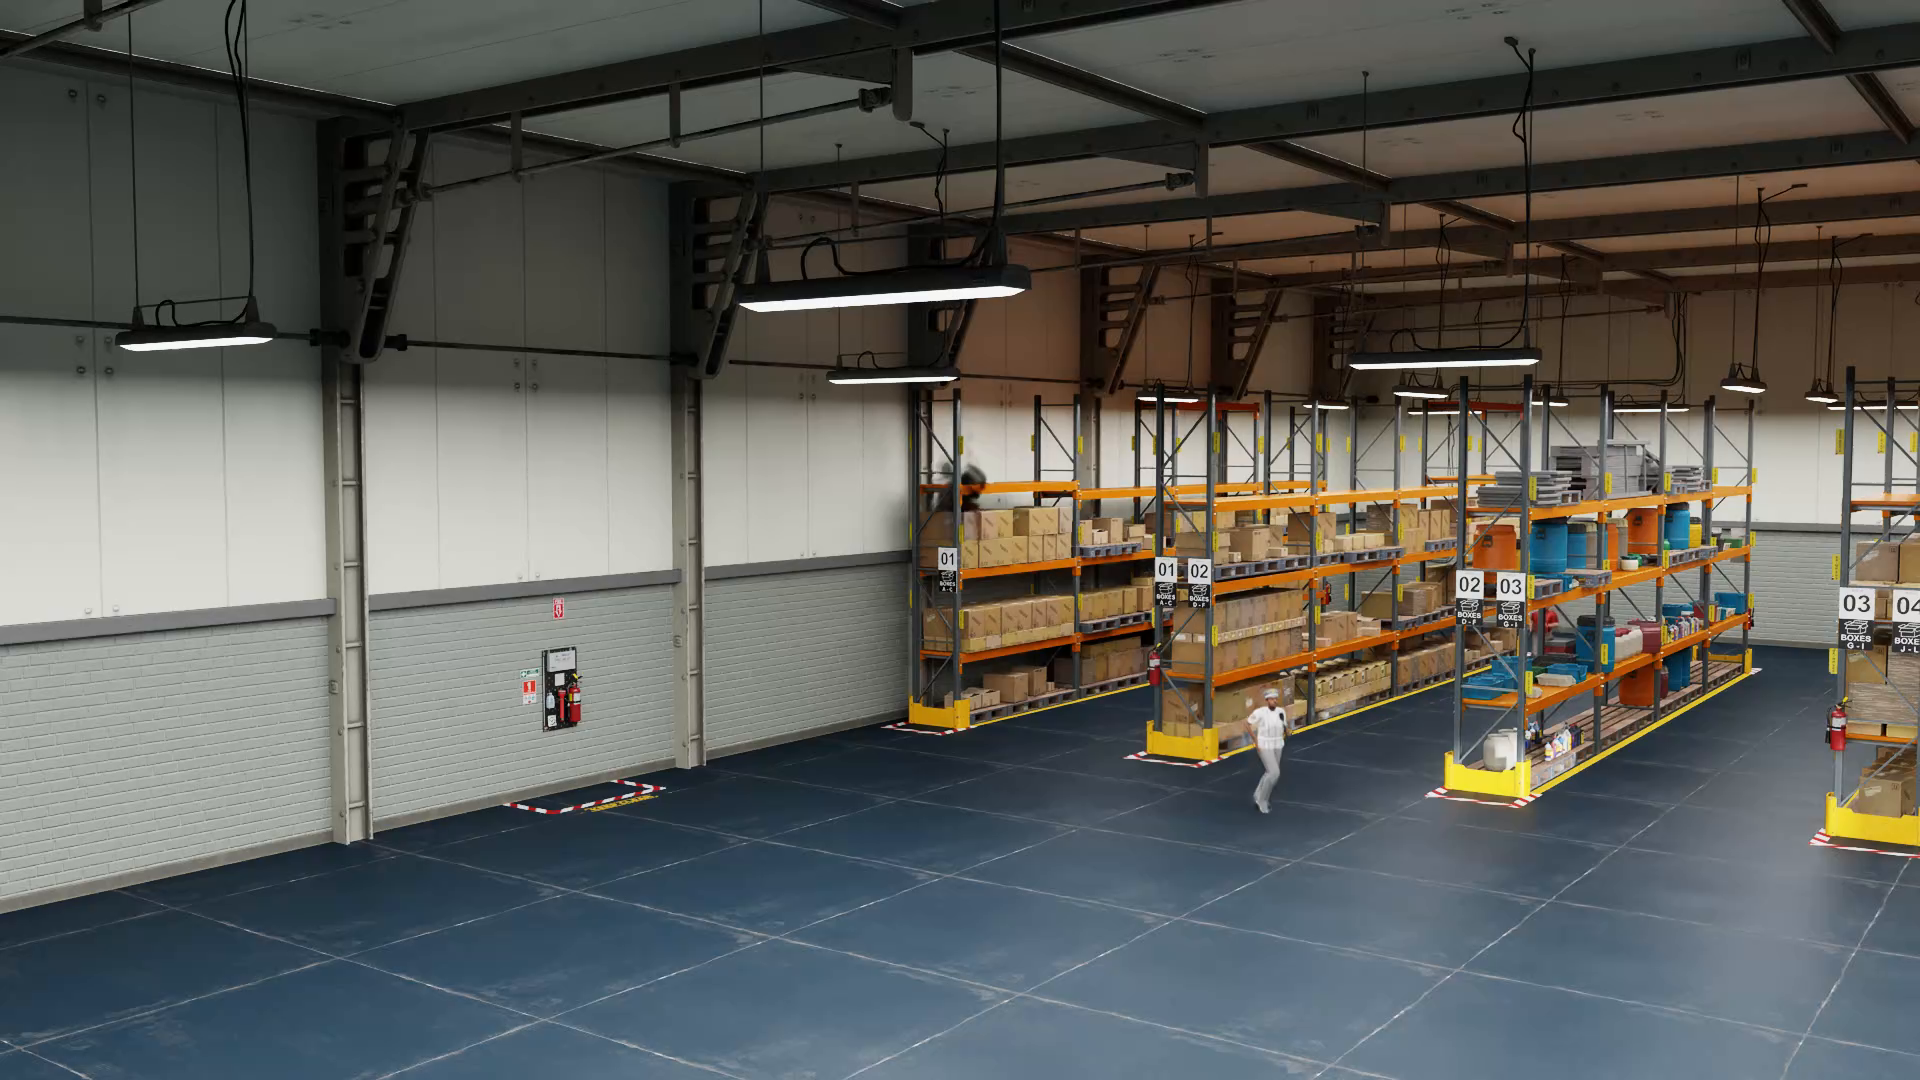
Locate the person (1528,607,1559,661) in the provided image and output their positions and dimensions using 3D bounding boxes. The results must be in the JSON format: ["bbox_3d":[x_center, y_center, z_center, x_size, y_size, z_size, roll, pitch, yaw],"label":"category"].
[{"bbox_3d":[12.363,2.128,35.280,0.640,1.786,0.837,1,4,24],"label":"person"}]

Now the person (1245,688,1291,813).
[{"bbox_3d":[4.264,2.880,22.742,0.548,1.723,0.682,-2,4,-25],"label":"person"}]
